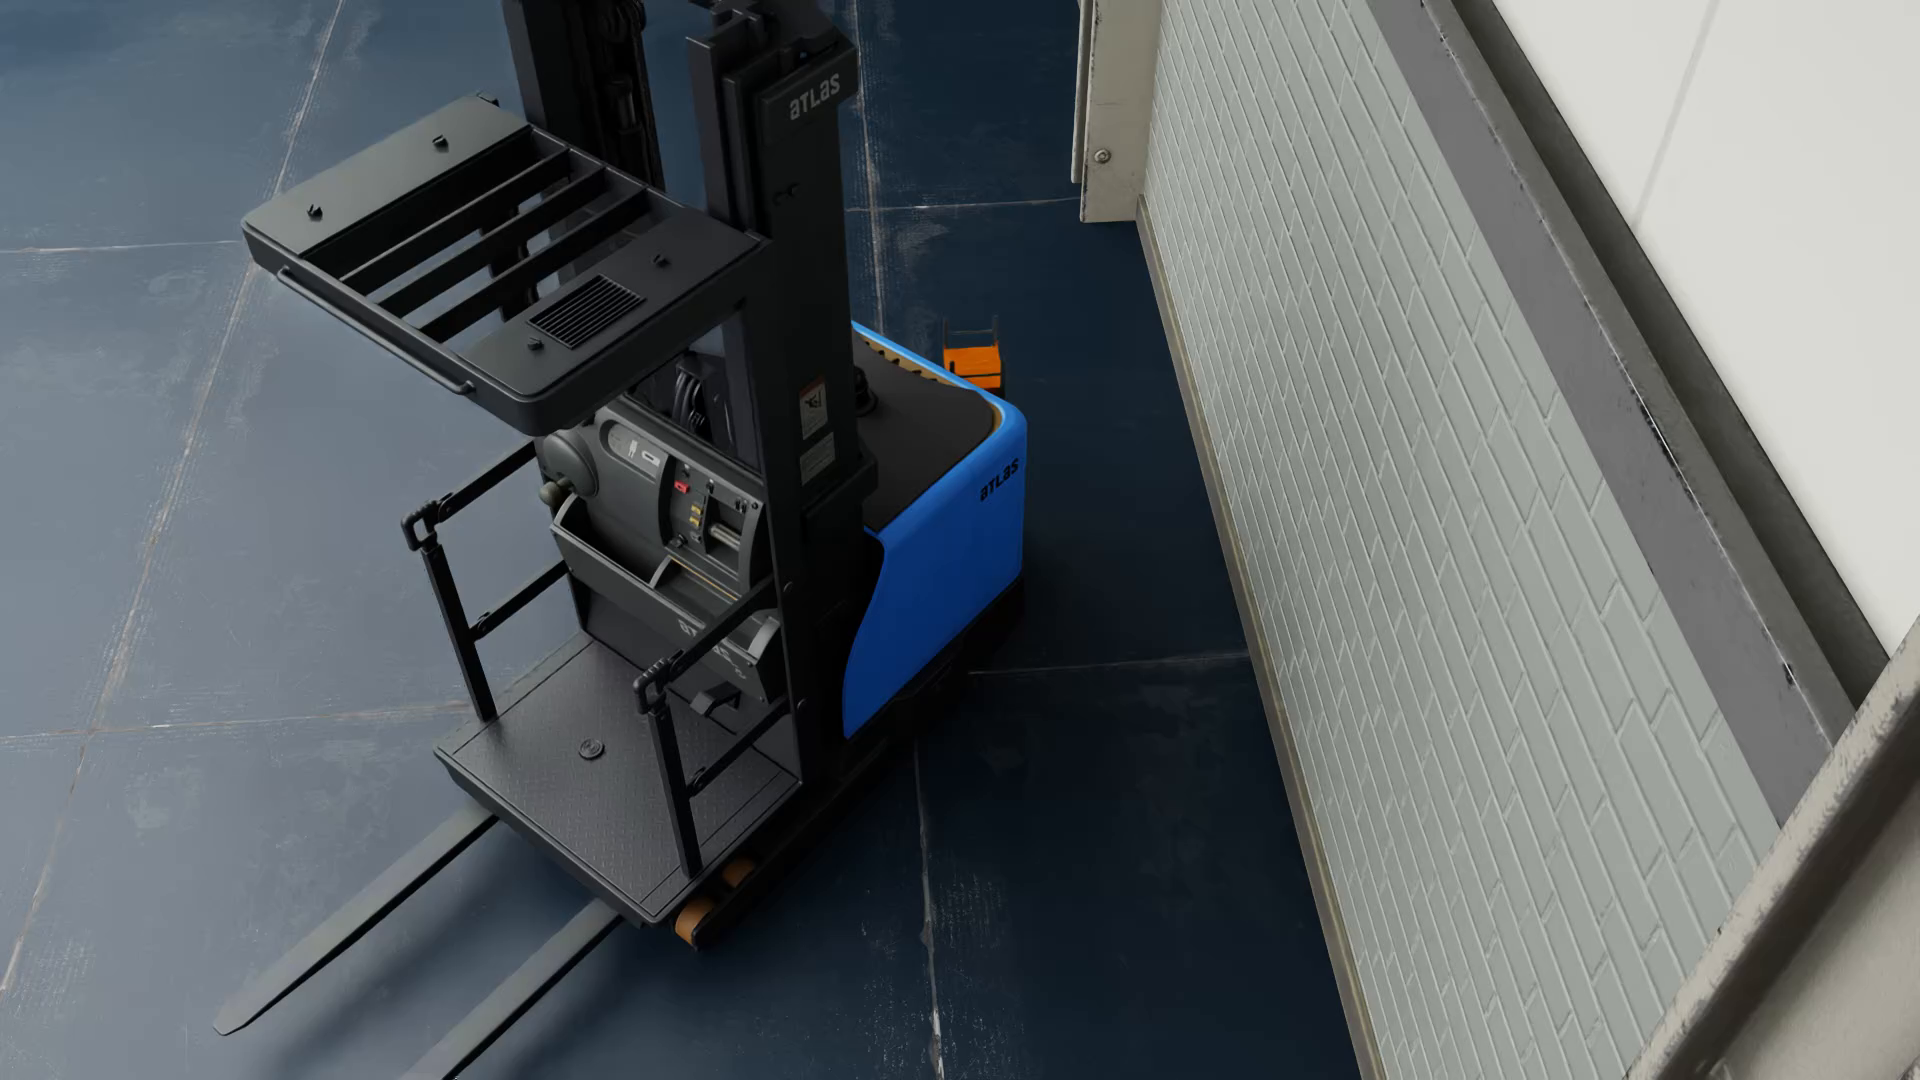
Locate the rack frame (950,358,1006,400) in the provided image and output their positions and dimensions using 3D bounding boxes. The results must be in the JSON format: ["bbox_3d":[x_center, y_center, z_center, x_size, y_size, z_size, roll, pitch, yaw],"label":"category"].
[{"bbox_3d":[0.063,-0.279,6.291,0.200,1.050,0.008,-4,47,-4],"label":"rack frame"}]

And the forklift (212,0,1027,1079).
[{"bbox_3d":[-1.066,-0.088,4.815,1.130,2.935,3.031,30,54,25],"label":"forklift"}]

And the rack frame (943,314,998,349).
[{"bbox_3d":[0.039,-0.455,6.458,0.200,1.050,0.008,-4,47,-4],"label":"rack frame"}]

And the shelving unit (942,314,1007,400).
[{"bbox_3d":[0.051,-0.367,6.374,0.215,1.050,0.252,-4,47,-4],"label":"shelving unit"}]

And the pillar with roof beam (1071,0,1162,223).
[{"bbox_3d":[-3.552,-4.558,4.869,9.100,9.000,0.400,-3,47,-3],"label":"pillar with roof beam"}]

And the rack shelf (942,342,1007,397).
[{"bbox_3d":[0.051,-0.555,6.176,0.215,0.259,0.240,-4,47,-4],"label":"rack shelf"}]
